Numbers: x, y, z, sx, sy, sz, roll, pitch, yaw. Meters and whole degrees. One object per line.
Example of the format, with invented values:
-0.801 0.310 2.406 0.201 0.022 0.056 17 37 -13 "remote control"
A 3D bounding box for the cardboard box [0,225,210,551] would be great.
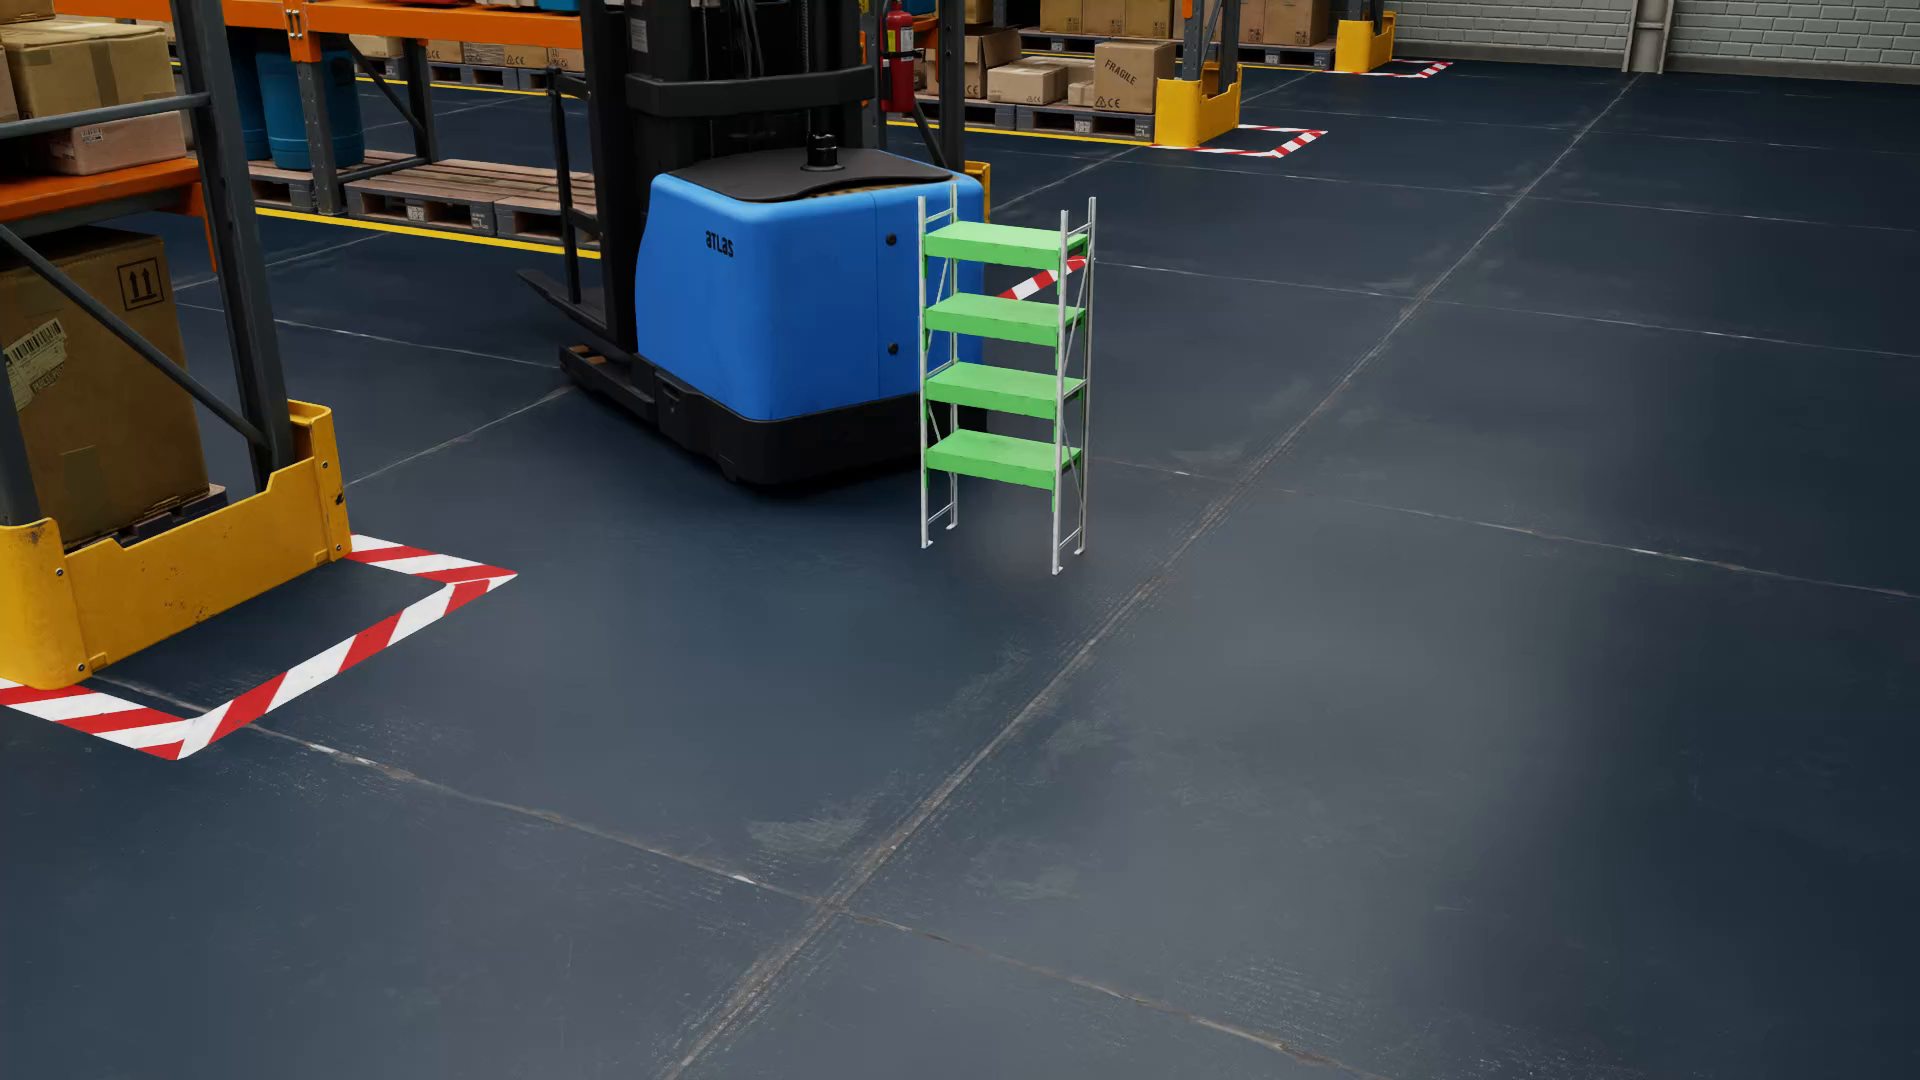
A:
-3.092 -0.482 5.228 0.875 0.875 0.875 11 25 25 "cardboard box"

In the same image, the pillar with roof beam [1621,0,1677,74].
5.078 -7.454 11.778 0.400 9.000 9.100 11 25 25 "pillar with roof beam"

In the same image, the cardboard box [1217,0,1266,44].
3.104 -5.591 17.722 0.500 0.500 0.700 11 25 24 "cardboard box"

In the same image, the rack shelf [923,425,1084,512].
0.148 -0.243 5.565 0.480 0.148 0.258 11 25 25 "rack shelf"

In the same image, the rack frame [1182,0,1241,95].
1.988 -4.640 12.829 0.127 3.000 1.000 11 25 25 "rack frame"

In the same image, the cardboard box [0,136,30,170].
-2.882 -1.288 5.268 0.250 0.149 0.380 11 25 24 "cardboard box"

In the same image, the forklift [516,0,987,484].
-1.123 -2.075 6.884 1.130 2.935 3.031 -14 27 -30 "forklift"

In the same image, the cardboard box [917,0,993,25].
0.012 -6.351 19.061 0.750 0.750 0.750 12 26 25 "cardboard box"

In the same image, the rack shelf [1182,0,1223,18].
0.204 -4.663 13.800 4.000 0.370 1.077 11 25 25 "rack shelf"

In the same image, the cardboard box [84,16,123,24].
-9.233 -5.693 18.280 0.500 0.250 0.500 11 25 25 "cardboard box"

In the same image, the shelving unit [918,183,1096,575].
0.148 -0.523 5.446 0.503 1.200 0.258 11 25 25 "shelving unit"

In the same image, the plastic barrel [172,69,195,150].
-5.393 -3.024 11.670 0.421 0.512 0.421 0 23 0 "plastic barrel"

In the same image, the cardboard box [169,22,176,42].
-8.017 -5.439 17.683 0.500 0.250 0.500 12 26 26 "cardboard box"

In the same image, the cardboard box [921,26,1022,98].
0.098 -4.070 14.116 0.637 0.503 0.797 11 25 25 "cardboard box"

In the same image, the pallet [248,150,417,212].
-4.489 -2.485 11.324 1.213 0.211 1.003 11 25 25 "pallet"

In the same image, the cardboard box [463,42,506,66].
-4.404 -4.835 15.917 0.500 0.500 0.500 10 25 23 "cardboard box"

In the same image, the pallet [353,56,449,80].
-5.868 -4.929 17.070 1.213 0.211 1.003 11 25 25 "pallet"

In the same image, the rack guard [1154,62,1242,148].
1.921 -3.504 13.350 0.348 0.500 1.175 11 25 25 "rack guard"

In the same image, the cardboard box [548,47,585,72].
-3.490 -4.654 15.492 0.500 0.500 0.500 10 25 23 "cardboard box"

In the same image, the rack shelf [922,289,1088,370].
0.148 -0.685 5.378 0.480 0.148 0.258 11 25 25 "rack shelf"

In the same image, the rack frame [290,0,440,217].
-3.820 -3.617 10.423 0.127 3.000 1.000 11 25 25 "rack frame"

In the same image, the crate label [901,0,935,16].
-0.322 -3.020 9.156 0.303 0.233 0.416 11 25 25 "crate label"

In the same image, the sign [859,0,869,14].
-0.484 -2.791 8.272 0.005 0.325 0.100 11 25 25 "sign"

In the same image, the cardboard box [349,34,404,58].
-5.731 -4.989 16.625 0.500 0.250 0.500 12 26 26 "cardboard box"

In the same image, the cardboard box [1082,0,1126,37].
1.718 -5.863 18.360 0.500 0.500 0.700 11 25 24 "cardboard box"

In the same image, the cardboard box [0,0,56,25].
-3.237 -1.862 5.148 0.500 0.500 0.500 11 25 23 "cardboard box"

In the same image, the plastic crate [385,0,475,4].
-3.136 -3.429 9.822 0.583 0.464 0.402 11 25 25 "plastic crate"

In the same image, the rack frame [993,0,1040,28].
0.651 -7.077 18.559 0.127 3.000 1.000 11 25 25 "rack frame"

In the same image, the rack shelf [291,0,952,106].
-2.035 -2.933 9.734 4.000 0.370 1.077 11 25 25 "rack shelf"

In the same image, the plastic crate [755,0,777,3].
-1.059 -2.898 8.992 0.243 0.136 0.396 11 25 25 "plastic crate"

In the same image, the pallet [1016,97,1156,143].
1.209 -3.511 13.736 1.213 0.211 1.003 11 25 25 "pallet"

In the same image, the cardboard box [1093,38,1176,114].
1.392 -3.703 13.255 0.500 0.500 0.500 11 25 25 "cardboard box"

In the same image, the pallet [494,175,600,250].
-2.053 -2.003 10.190 1.213 0.211 1.003 11 25 25 "pallet"

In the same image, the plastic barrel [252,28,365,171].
-4.297 -2.947 10.992 0.708 0.901 0.600 11 25 25 "plastic barrel"

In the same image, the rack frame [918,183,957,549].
-0.070 -0.566 5.548 0.015 1.200 0.240 11 25 25 "rack frame"

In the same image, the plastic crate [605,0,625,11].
-1.844 -3.041 9.328 0.250 0.136 0.298 11 25 25 "plastic crate"

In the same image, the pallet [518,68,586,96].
-3.417 -4.409 15.847 1.213 0.211 1.003 11 25 25 "pallet"

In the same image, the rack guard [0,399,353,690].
-2.463 -0.027 5.174 0.348 0.500 1.175 11 25 25 "rack guard"

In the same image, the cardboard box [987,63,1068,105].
0.558 -3.766 13.723 0.500 0.250 0.500 11 25 25 "cardboard box"

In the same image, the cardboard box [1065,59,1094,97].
1.185 -3.861 13.947 0.500 0.250 0.500 11 25 25 "cardboard box"

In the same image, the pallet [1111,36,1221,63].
2.387 -5.418 18.220 1.213 0.211 1.003 11 25 25 "pallet"

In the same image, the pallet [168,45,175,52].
-9.411 -5.631 18.722 1.213 0.211 1.003 11 25 25 "pallet"

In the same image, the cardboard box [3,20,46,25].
-3.258 -1.518 5.297 0.500 0.250 0.500 11 25 24 "cardboard box"

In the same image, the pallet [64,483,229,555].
-3.233 -0.012 5.508 1.213 0.211 1.003 11 25 25 "pallet"
